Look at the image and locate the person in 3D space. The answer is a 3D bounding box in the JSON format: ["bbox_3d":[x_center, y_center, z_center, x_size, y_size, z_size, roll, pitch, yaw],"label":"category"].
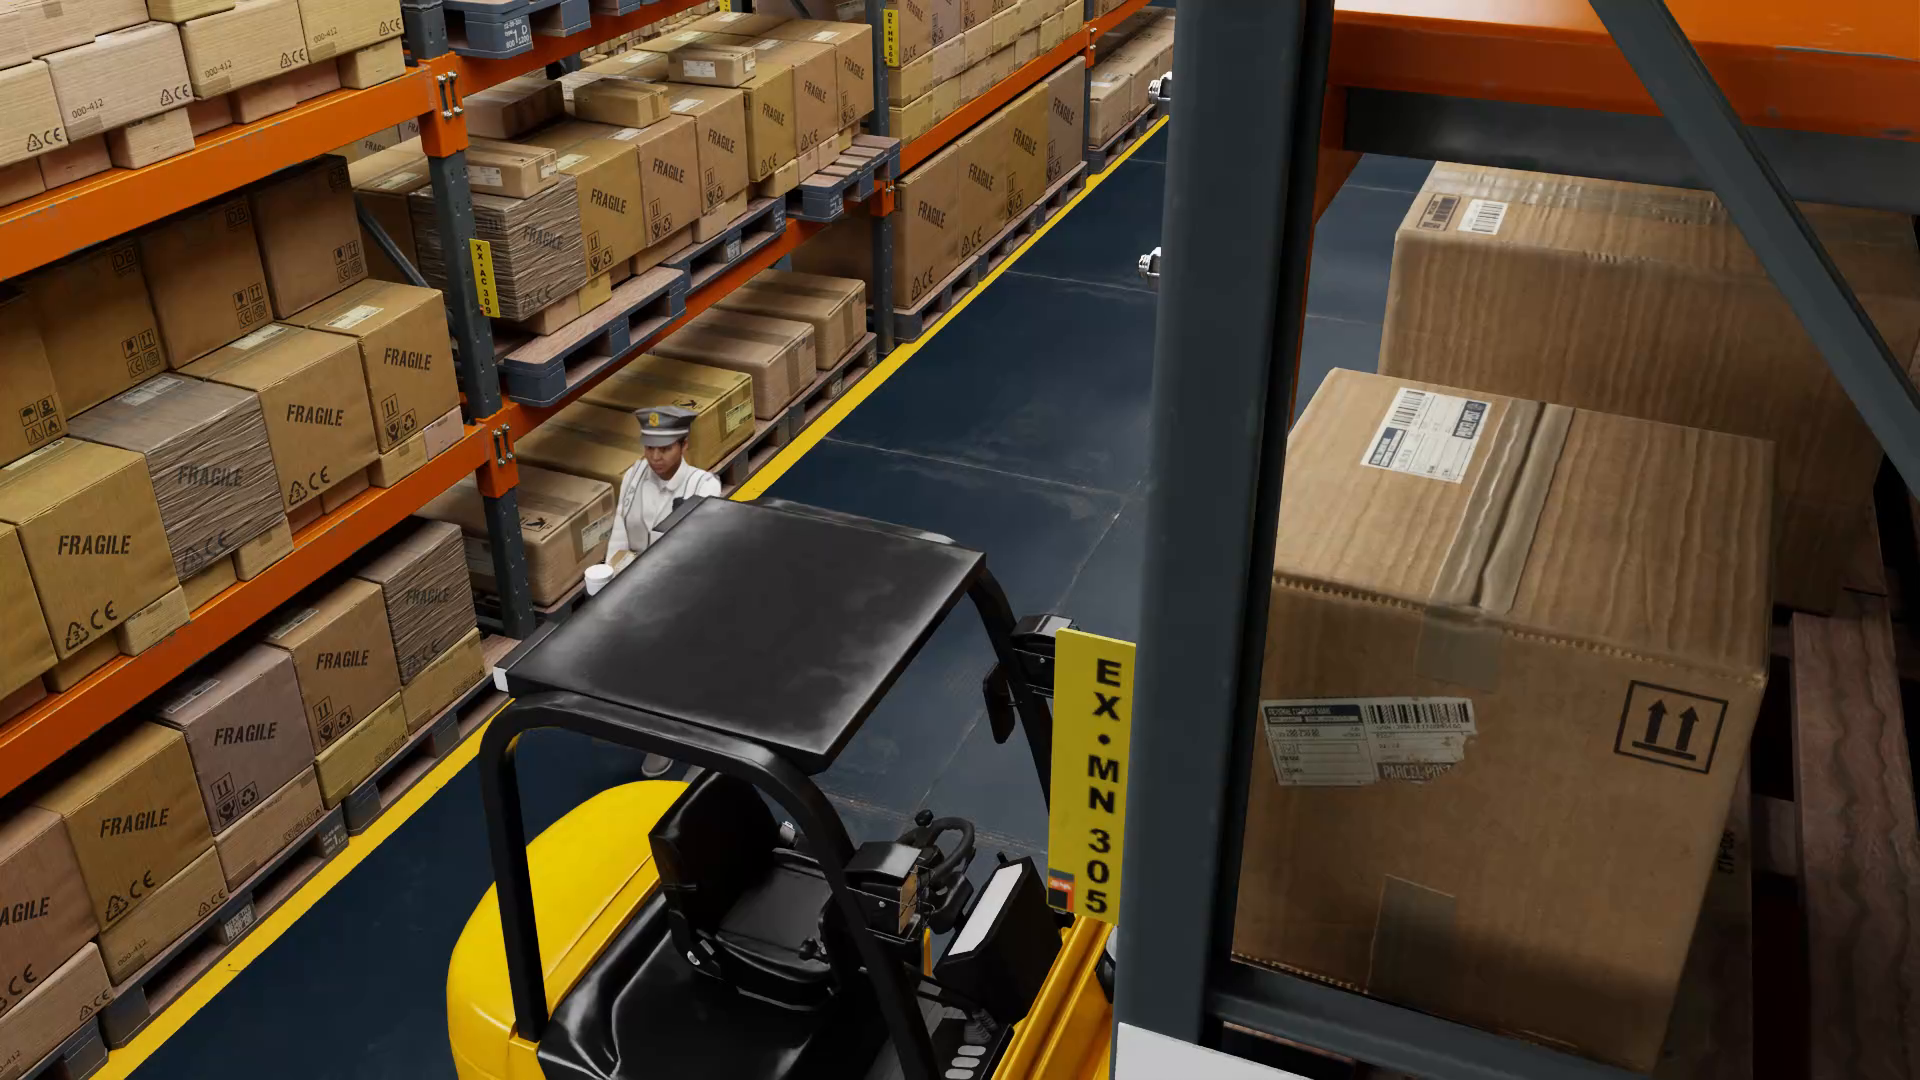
[{"bbox_3d":[-1.181,0.263,6.649,0.435,1.691,0.526,11,32,19],"label":"person"}]
